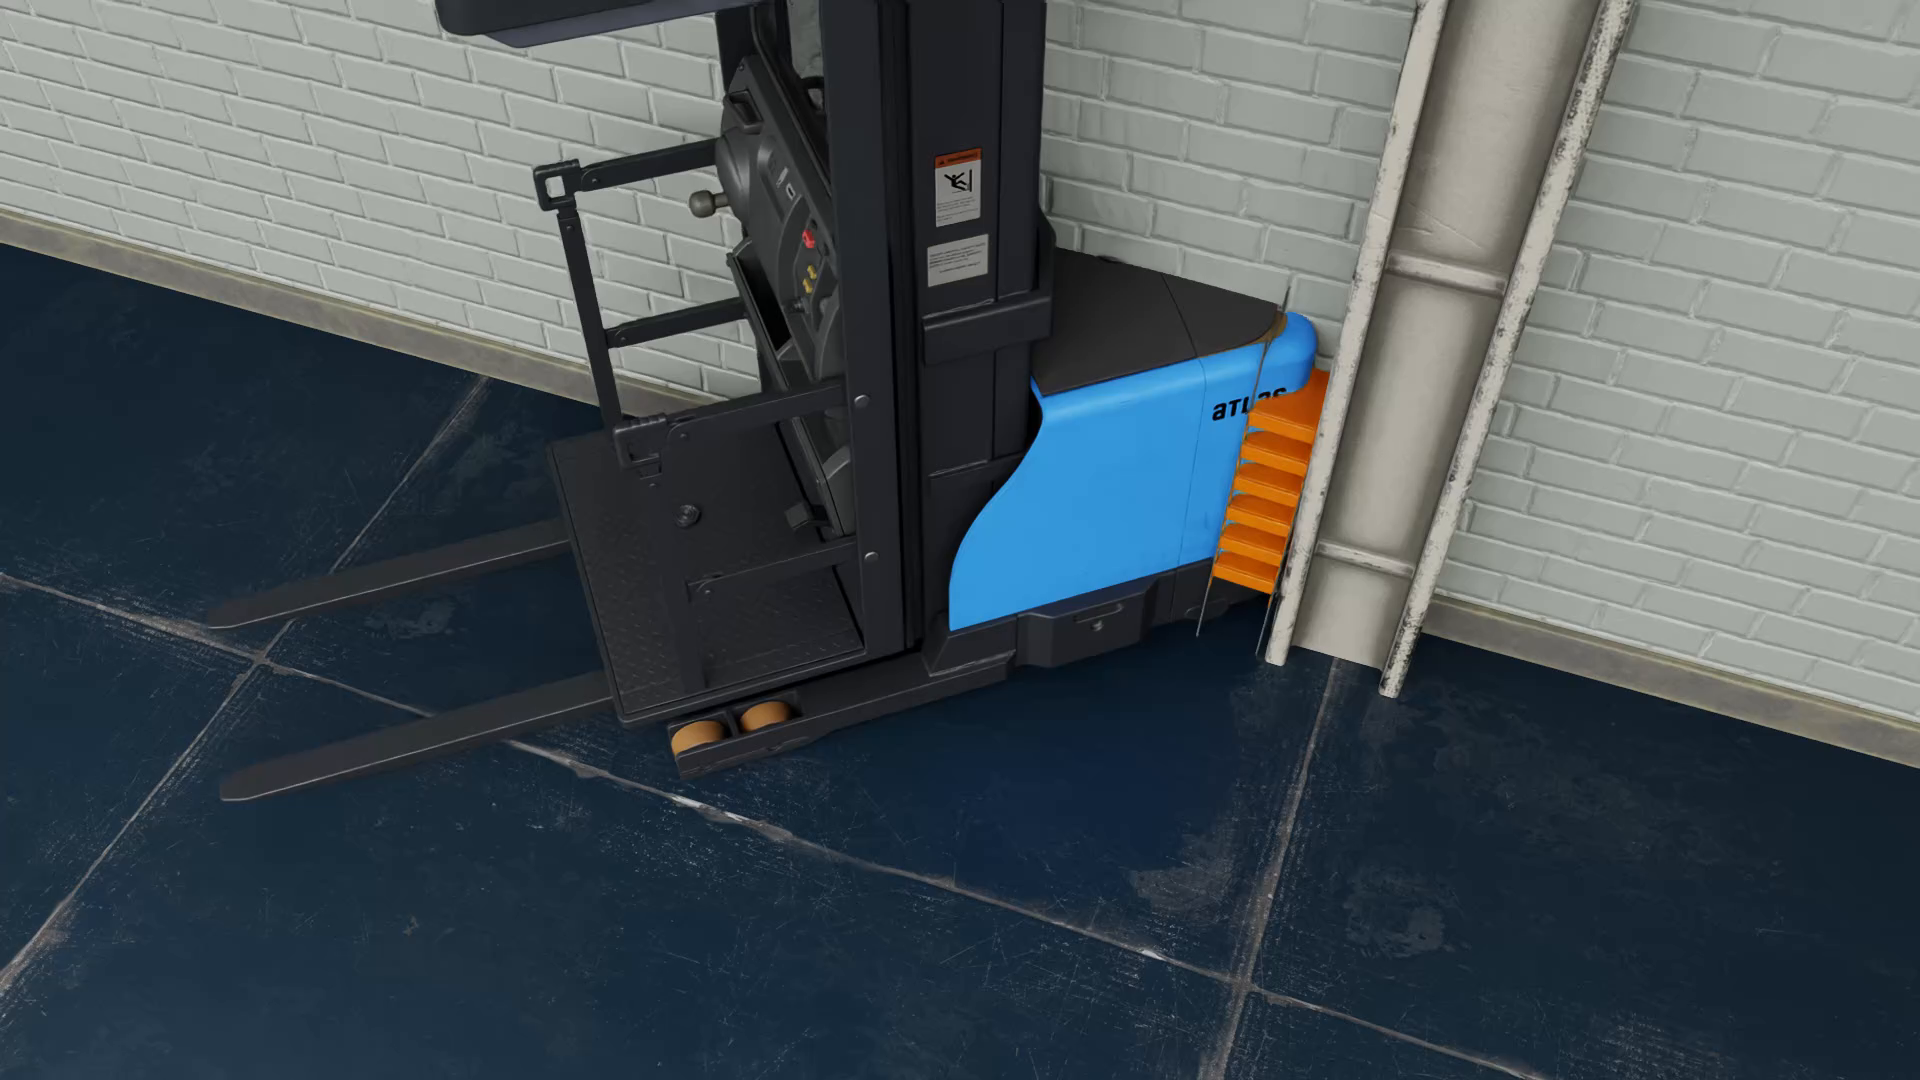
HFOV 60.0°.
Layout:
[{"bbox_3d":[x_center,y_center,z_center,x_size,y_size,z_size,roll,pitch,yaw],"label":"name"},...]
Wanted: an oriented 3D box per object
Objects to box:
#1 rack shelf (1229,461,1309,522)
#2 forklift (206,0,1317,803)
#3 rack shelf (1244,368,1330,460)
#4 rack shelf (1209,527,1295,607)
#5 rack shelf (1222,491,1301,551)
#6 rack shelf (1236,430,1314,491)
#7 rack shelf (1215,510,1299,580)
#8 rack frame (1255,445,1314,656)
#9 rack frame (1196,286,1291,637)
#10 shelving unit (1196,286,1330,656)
[{"bbox_3d":[0.868,-0.194,4.576,0.180,0.103,0.258,18,49,13],"label":"rack shelf"},{"bbox_3d":[-0.625,-0.751,3.961,3.031,2.935,1.130,-15,51,-13],"label":"forklift"},{"bbox_3d":[0.878,-0.355,4.399,0.180,0.103,0.258,18,49,13],"label":"rack shelf"},{"bbox_3d":[0.853,0.048,4.843,0.180,0.103,0.258,18,49,13],"label":"rack shelf"},{"bbox_3d":[0.863,-0.113,4.665,0.180,0.103,0.258,18,49,13],"label":"rack shelf"},{"bbox_3d":[0.873,-0.274,4.488,0.180,0.103,0.258,18,49,13],"label":"rack shelf"},{"bbox_3d":[0.858,-0.033,4.754,0.180,0.103,0.258,18,49,13],"label":"rack shelf"},{"bbox_3d":[0.949,-0.115,4.612,0.006,1.200,0.240,18,49,13],"label":"rack frame"},{"bbox_3d":[0.780,-0.171,4.653,0.006,1.200,0.240,18,49,13],"label":"rack frame"},{"bbox_3d":[0.864,-0.143,4.632,0.189,1.200,0.258,18,49,13],"label":"shelving unit"}]
